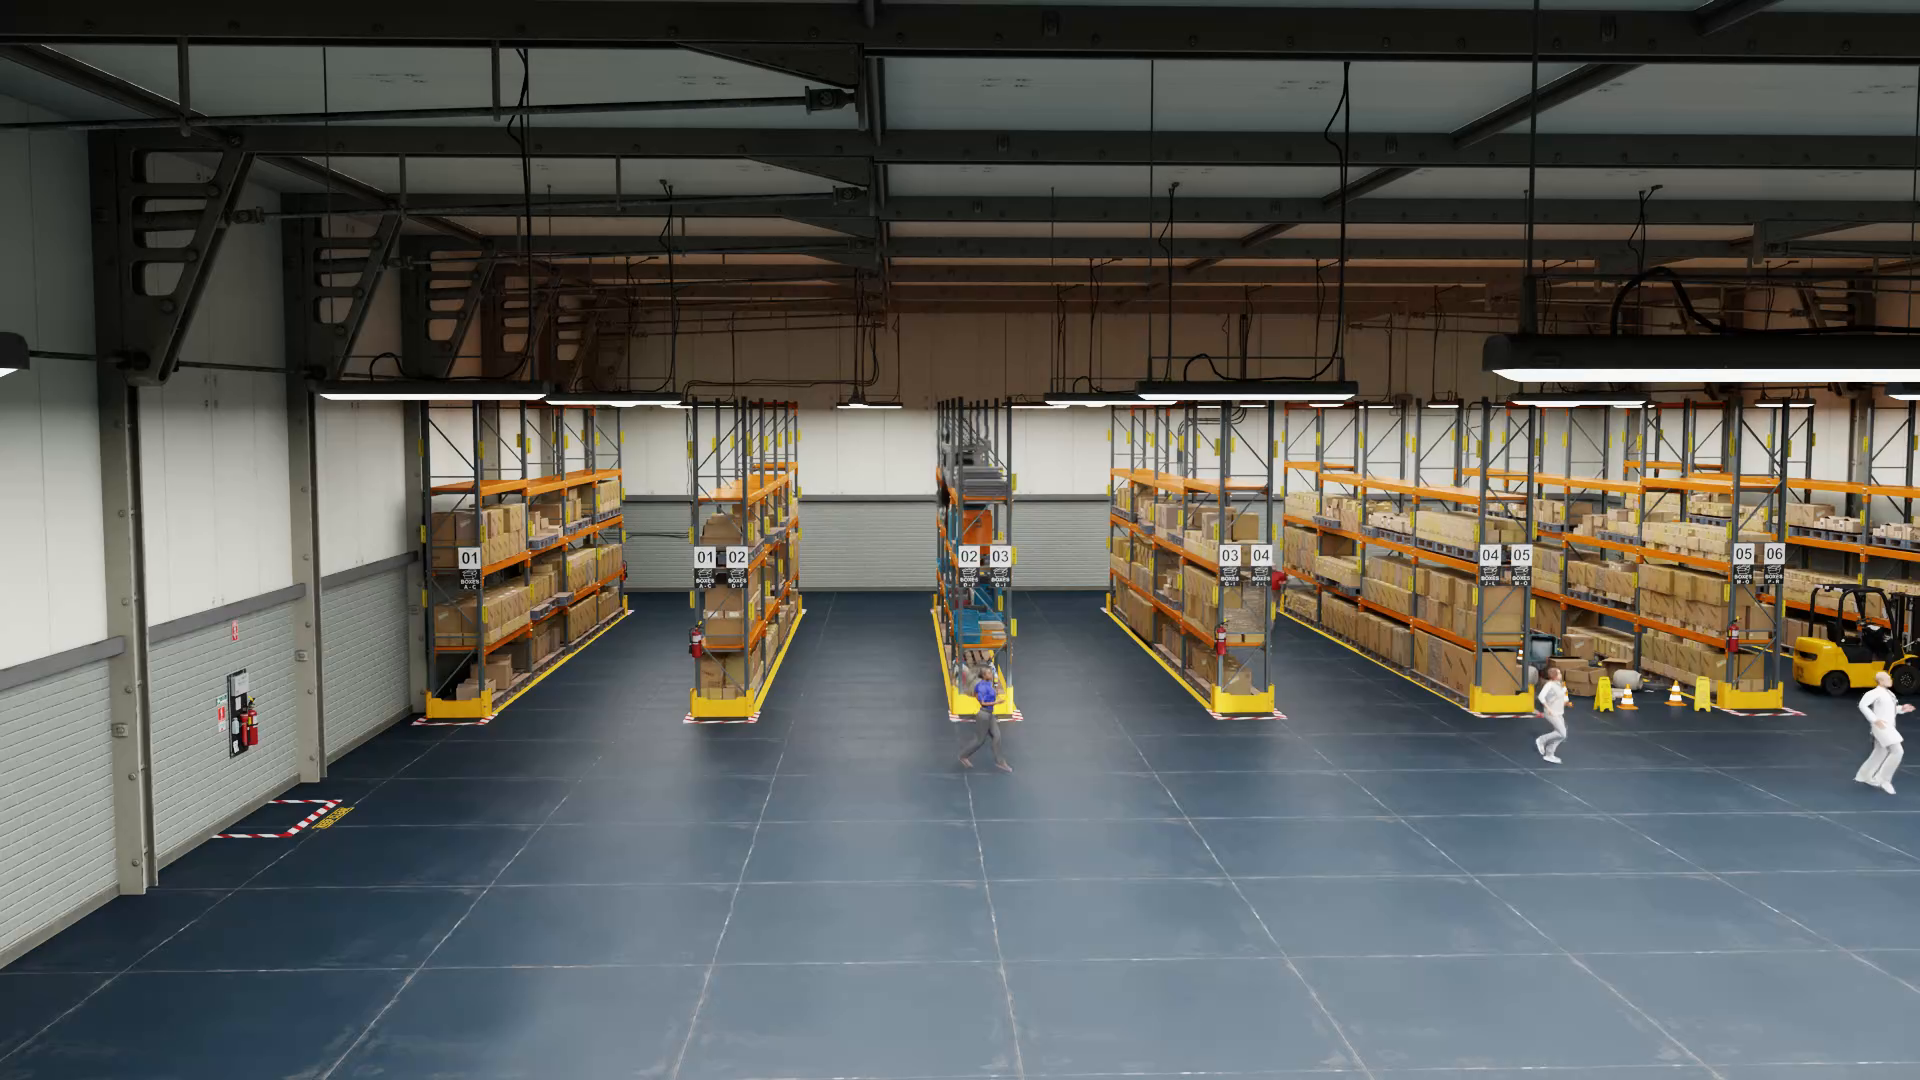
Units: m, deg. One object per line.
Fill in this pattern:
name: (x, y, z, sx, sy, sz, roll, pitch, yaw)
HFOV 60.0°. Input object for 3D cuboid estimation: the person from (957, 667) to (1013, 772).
person: (0.407, 2.841, 26.389, 0.851, 1.680, 0.574, 1, 5, 15)

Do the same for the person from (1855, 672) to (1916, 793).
person: (13.966, 2.905, 25.118, 0.769, 1.830, 0.682, 3, 6, 38)

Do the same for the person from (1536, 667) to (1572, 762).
person: (9.690, 2.854, 27.130, 0.507, 1.556, 0.565, 4, 6, 41)

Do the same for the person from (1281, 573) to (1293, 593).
person: (9.600, 1.090, 49.114, 0.568, 1.677, 0.756, 2, 5, 27)

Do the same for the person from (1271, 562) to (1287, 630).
person: (8.318, 1.479, 44.003, 0.631, 1.793, 0.813, 0, 4, -1)
